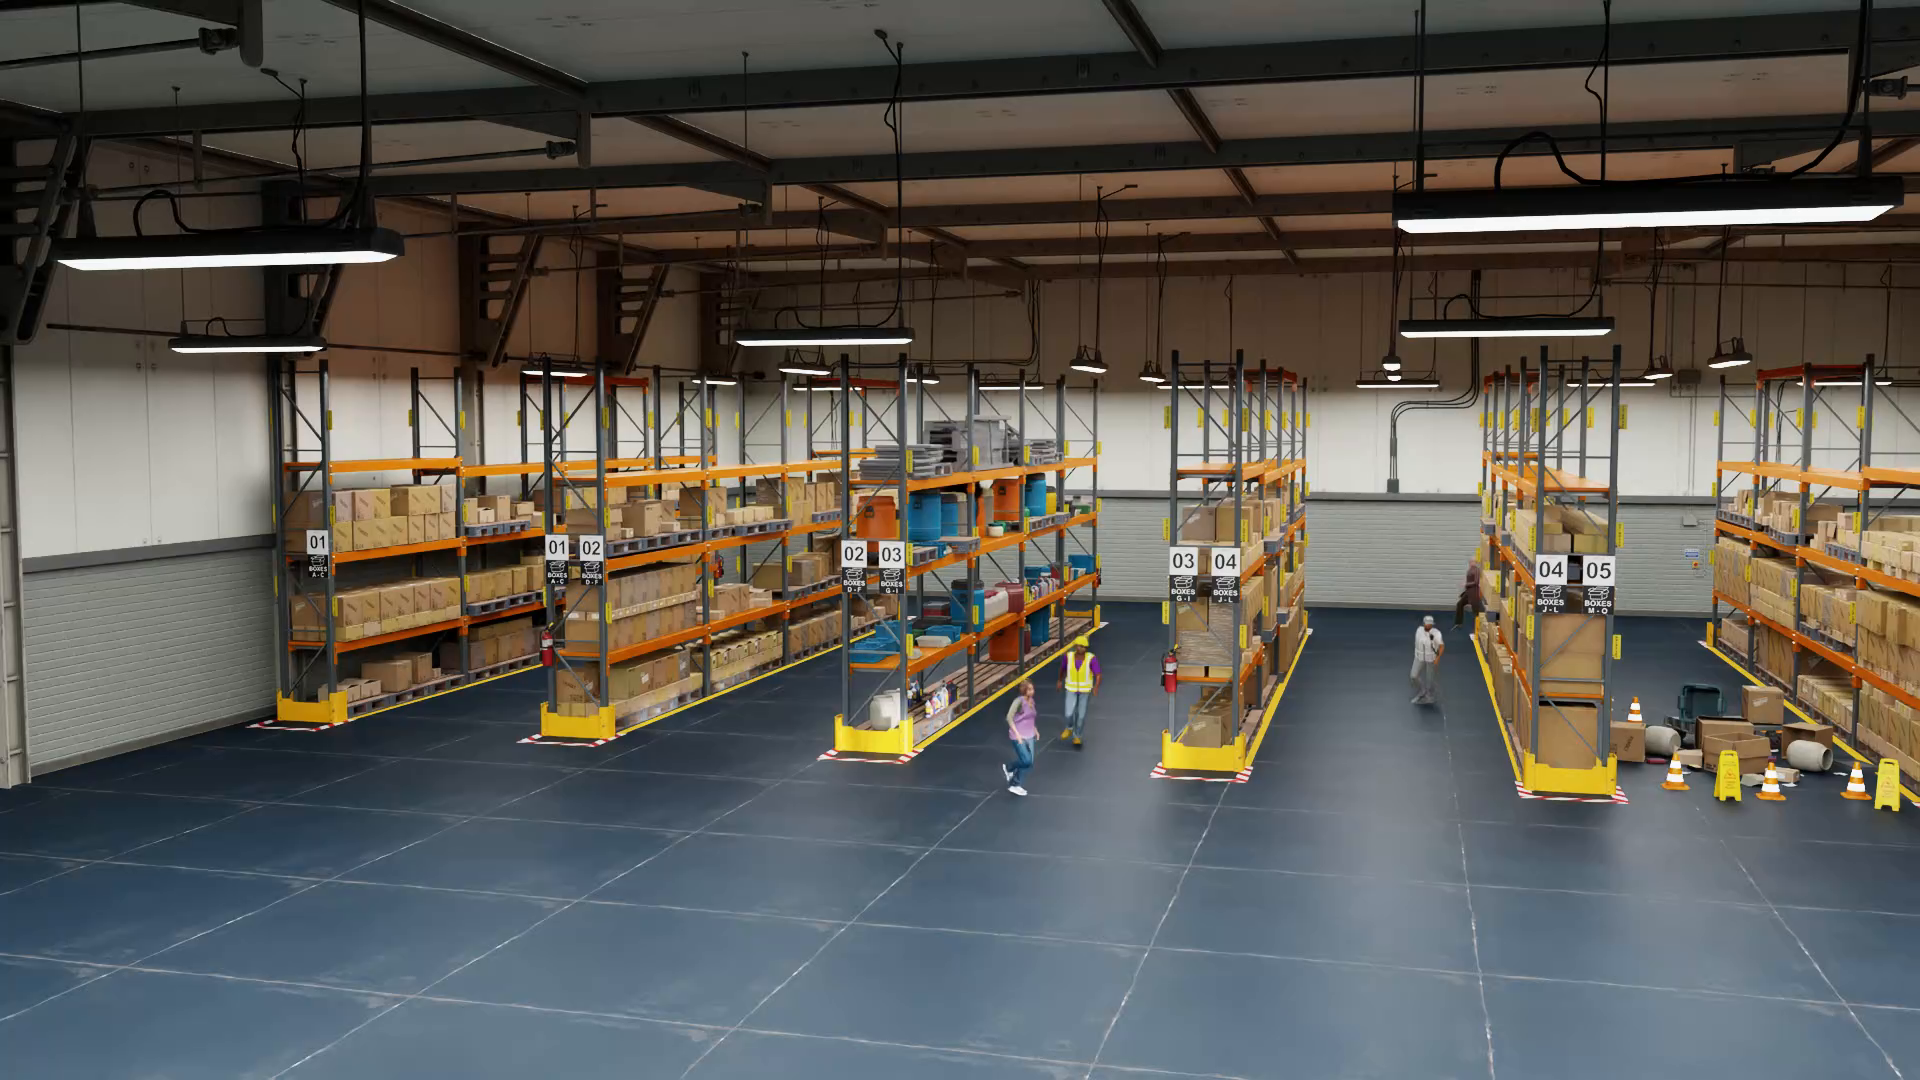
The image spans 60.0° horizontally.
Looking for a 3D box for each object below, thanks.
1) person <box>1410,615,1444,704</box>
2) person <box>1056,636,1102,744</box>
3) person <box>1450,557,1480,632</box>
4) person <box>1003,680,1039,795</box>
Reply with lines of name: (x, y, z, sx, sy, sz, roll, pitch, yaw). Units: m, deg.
person: (8.206, 2.093, 29.129, 0.589, 1.601, 0.729, 2, 5, 30)
person: (1.812, 2.304, 25.453, 0.722, 1.700, 0.790, 1, 4, 7)
person: (12.092, 1.304, 39.234, 0.935, 1.820, 0.710, 0, 4, 1)
person: (0.798, 2.642, 22.305, 0.476, 1.546, 0.541, 4, 6, 44)
